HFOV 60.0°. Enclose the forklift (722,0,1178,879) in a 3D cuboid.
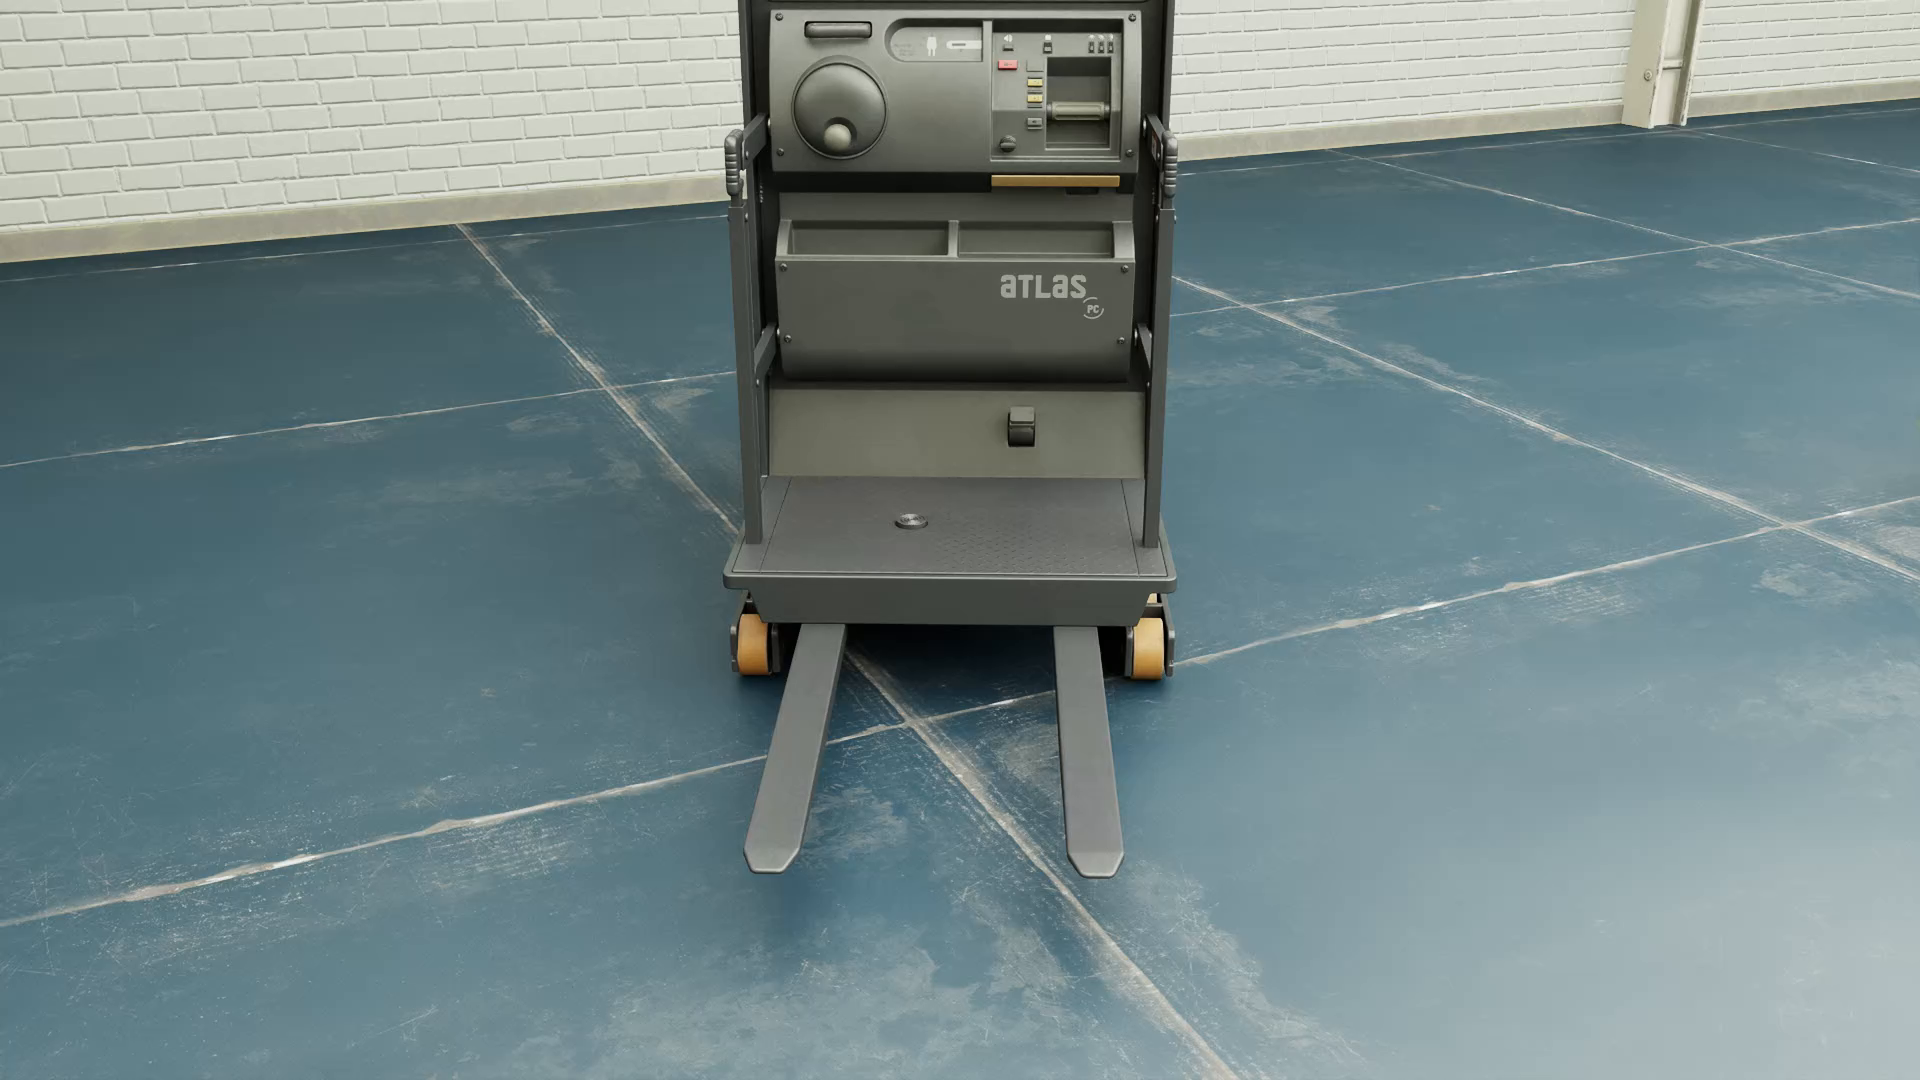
[{"bbox_3d":[-0.015,-1.116,3.973,1.130,2.935,3.031,1,23,1],"label":"forklift"}]
